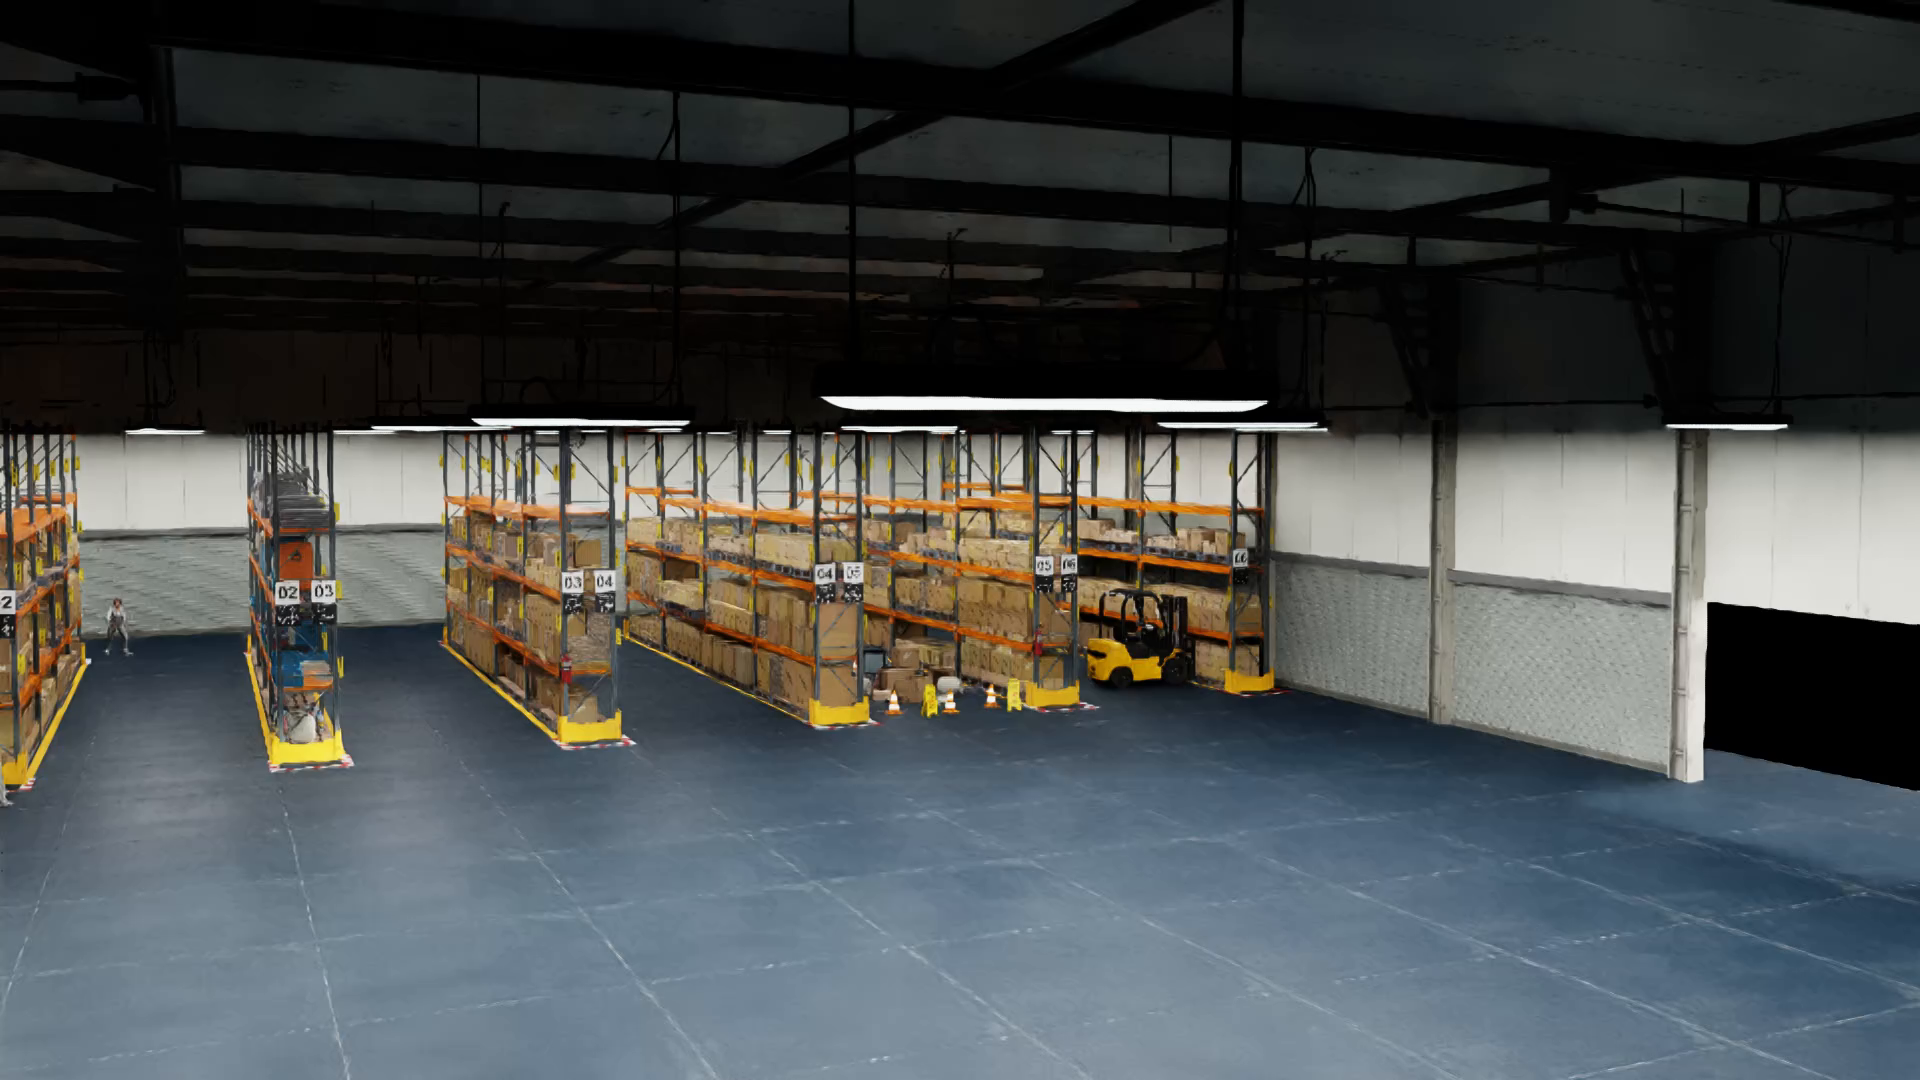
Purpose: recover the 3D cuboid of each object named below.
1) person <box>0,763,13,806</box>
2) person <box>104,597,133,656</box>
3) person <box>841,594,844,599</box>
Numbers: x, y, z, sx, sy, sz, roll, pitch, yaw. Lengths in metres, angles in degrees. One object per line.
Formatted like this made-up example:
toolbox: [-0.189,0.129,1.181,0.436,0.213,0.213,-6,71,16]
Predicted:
person: [-15.079,3.290,25.626,0.914,1.645,0.557,3,5,39]
person: [-21.943,2.244,43.269,0.562,1.527,0.782,-3,5,-42]
person: [-2.984,2.213,42.570,0.575,1.665,0.572,0,4,-2]
